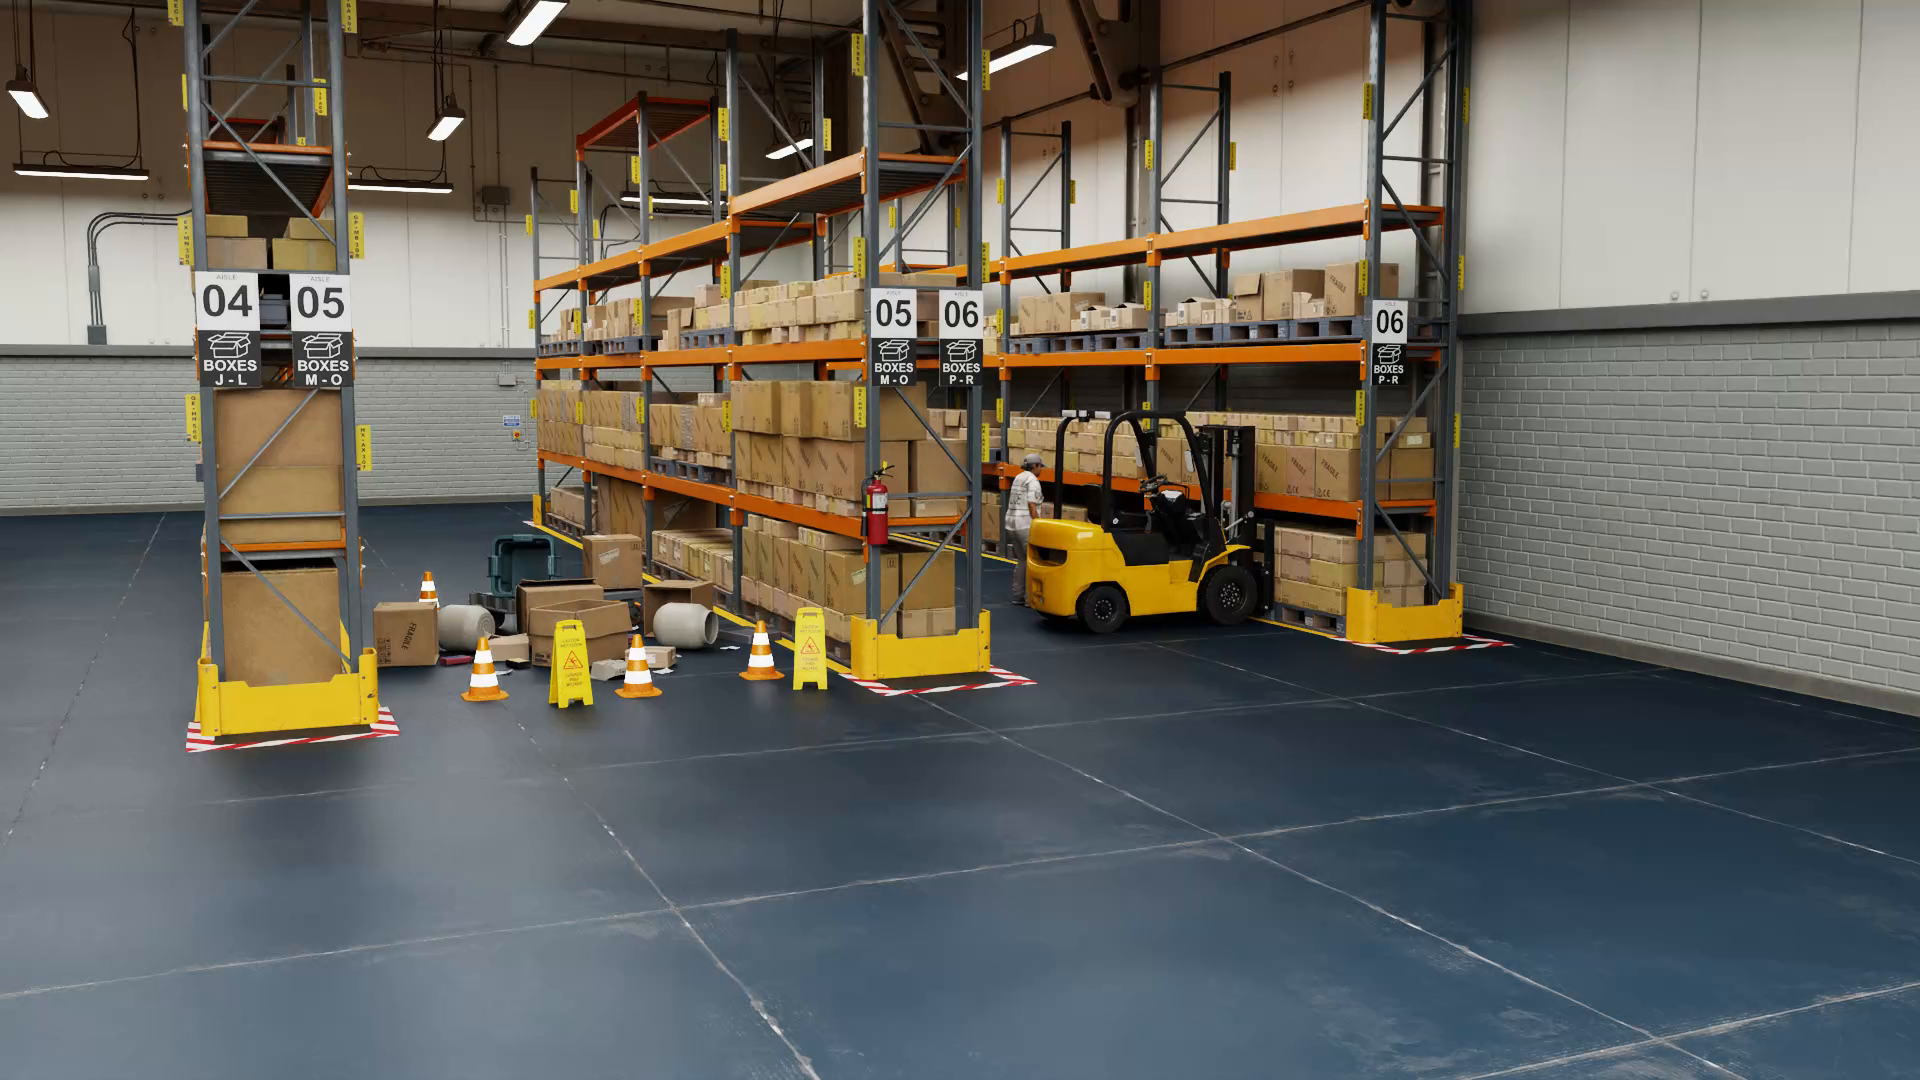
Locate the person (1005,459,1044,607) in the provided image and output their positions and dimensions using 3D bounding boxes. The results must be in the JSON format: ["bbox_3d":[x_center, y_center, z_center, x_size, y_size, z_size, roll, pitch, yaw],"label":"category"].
[{"bbox_3d":[0.724,-0.096,18.121,0.403,1.636,0.537,-2,6,-24],"label":"person"}]
